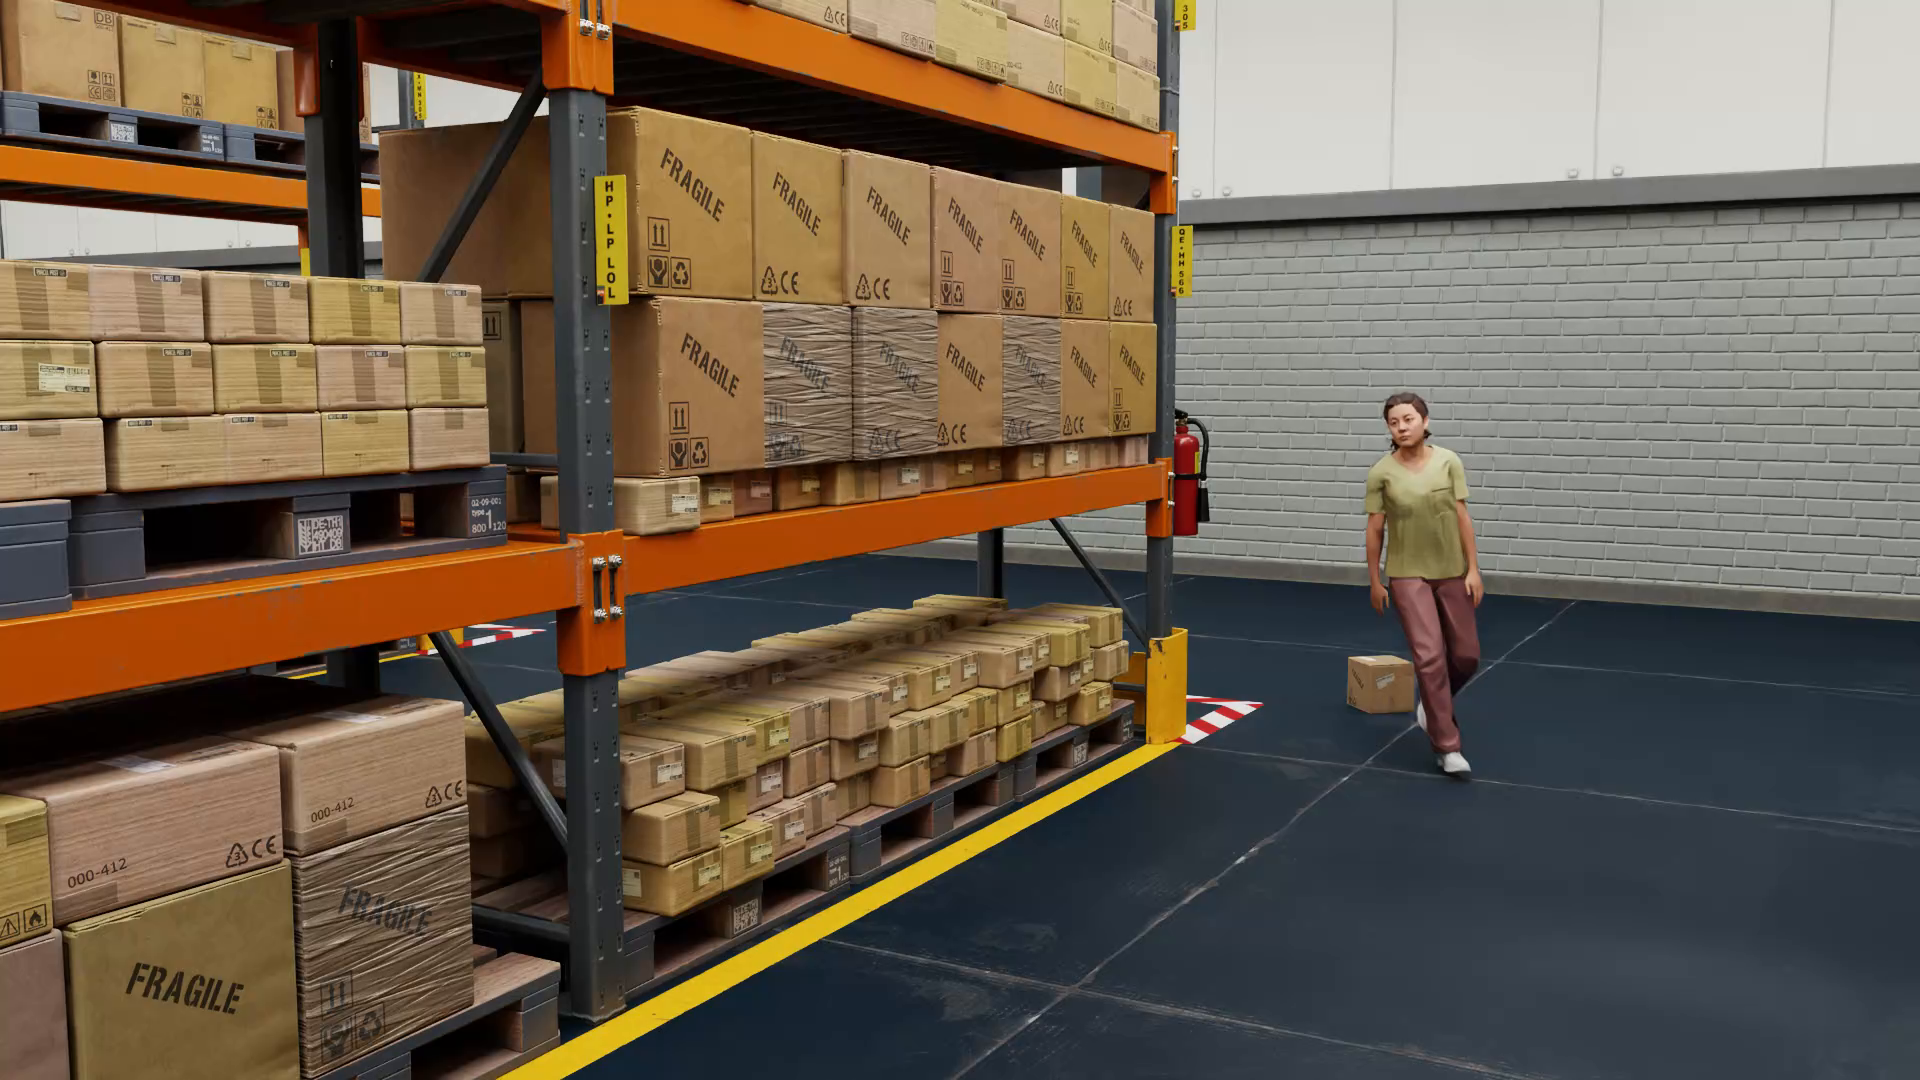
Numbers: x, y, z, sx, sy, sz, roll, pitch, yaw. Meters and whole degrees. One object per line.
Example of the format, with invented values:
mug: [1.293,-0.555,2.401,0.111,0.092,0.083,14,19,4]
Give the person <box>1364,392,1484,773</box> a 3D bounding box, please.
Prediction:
person: [2.033,0.160,7.351,0.513,1.627,0.800,0,6,5]
